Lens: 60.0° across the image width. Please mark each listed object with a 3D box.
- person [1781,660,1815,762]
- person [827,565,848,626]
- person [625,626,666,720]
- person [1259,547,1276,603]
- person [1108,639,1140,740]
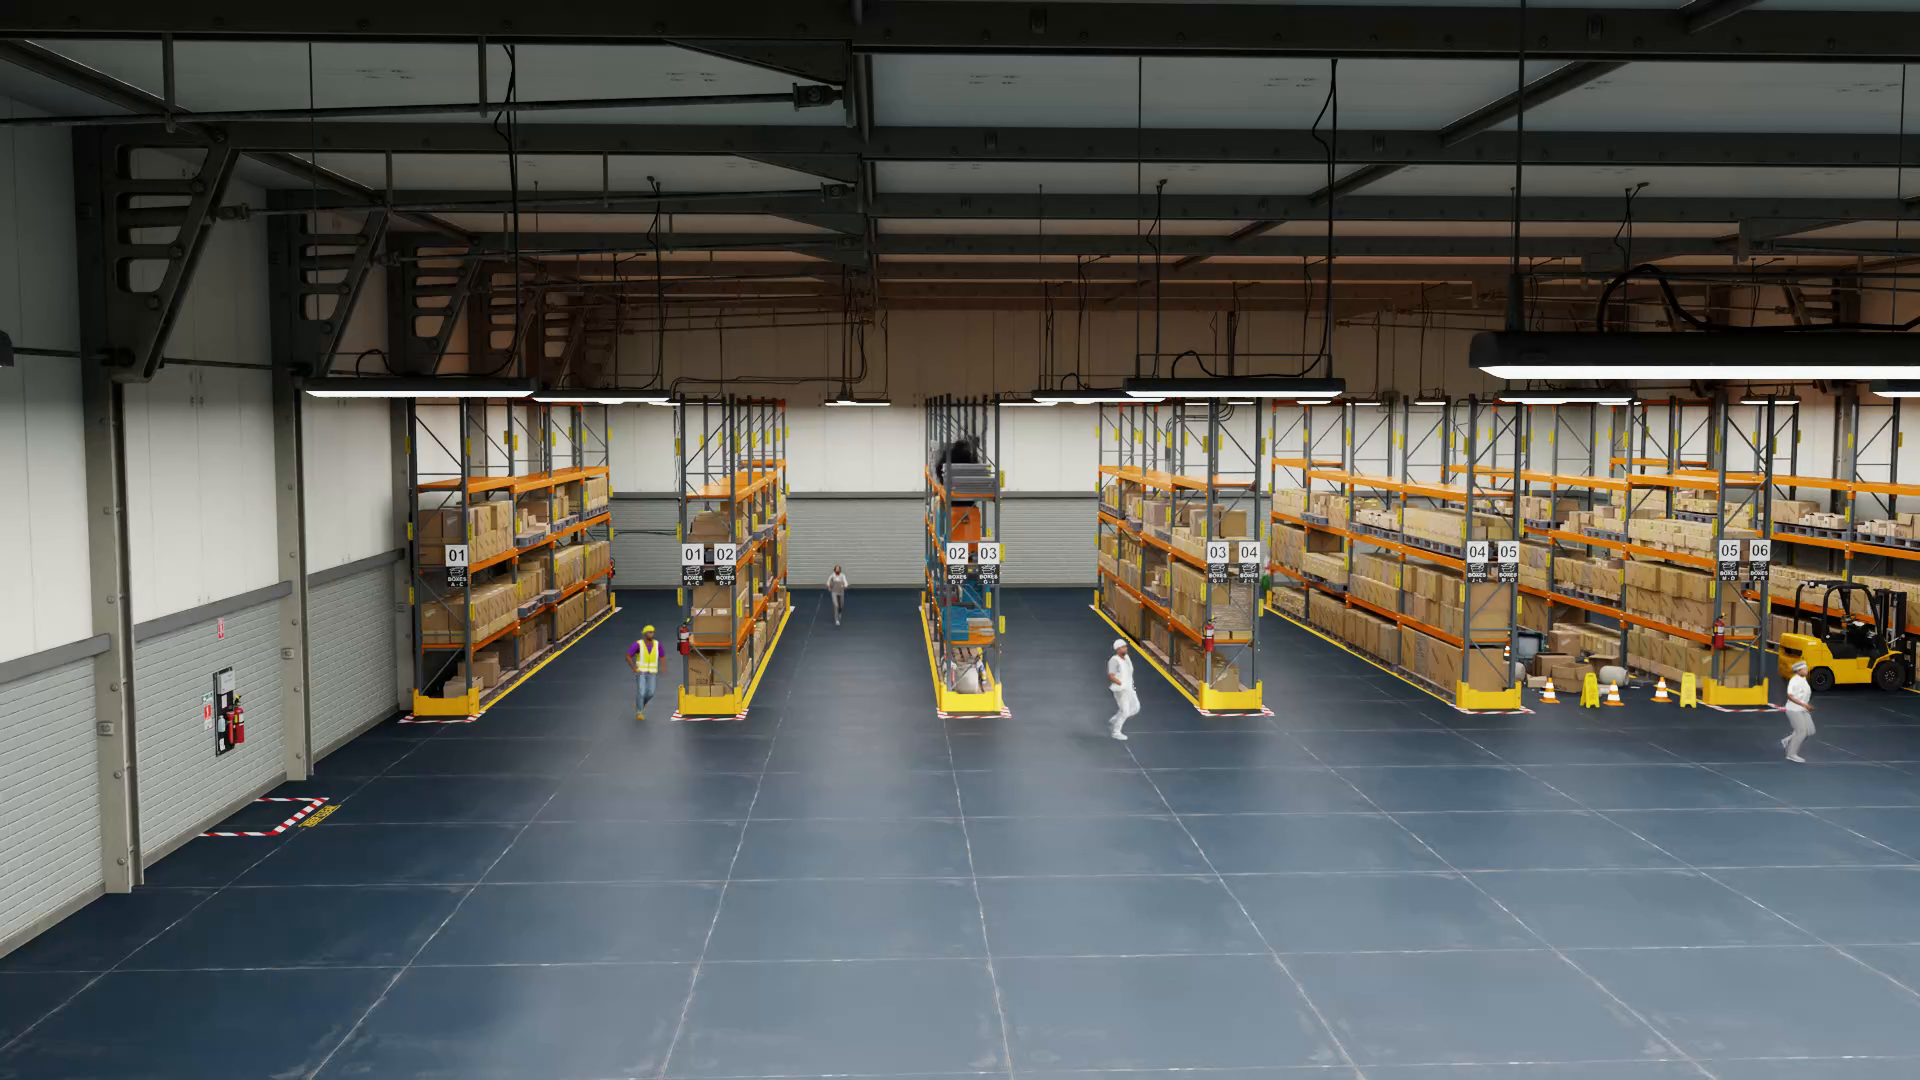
[{"bbox_3d":[13.604,2.767,26.961,0.578,1.664,0.532,-4,6,-45],"label":"person"},{"bbox_3d":[-3.252,1.448,44.103,0.547,1.571,0.822,-1,5,-10],"label":"person"},{"bbox_3d":[-5.791,2.443,30.753,0.772,1.715,0.529,-2,5,-28],"label":"person"},{"bbox_3d":[9.117,0.996,48.942,0.571,1.719,0.715,-2,5,-21],"label":"person"},{"bbox_3d":[2.841,2.580,28.790,0.494,1.736,0.689,3,5,31],"label":"person"}]
